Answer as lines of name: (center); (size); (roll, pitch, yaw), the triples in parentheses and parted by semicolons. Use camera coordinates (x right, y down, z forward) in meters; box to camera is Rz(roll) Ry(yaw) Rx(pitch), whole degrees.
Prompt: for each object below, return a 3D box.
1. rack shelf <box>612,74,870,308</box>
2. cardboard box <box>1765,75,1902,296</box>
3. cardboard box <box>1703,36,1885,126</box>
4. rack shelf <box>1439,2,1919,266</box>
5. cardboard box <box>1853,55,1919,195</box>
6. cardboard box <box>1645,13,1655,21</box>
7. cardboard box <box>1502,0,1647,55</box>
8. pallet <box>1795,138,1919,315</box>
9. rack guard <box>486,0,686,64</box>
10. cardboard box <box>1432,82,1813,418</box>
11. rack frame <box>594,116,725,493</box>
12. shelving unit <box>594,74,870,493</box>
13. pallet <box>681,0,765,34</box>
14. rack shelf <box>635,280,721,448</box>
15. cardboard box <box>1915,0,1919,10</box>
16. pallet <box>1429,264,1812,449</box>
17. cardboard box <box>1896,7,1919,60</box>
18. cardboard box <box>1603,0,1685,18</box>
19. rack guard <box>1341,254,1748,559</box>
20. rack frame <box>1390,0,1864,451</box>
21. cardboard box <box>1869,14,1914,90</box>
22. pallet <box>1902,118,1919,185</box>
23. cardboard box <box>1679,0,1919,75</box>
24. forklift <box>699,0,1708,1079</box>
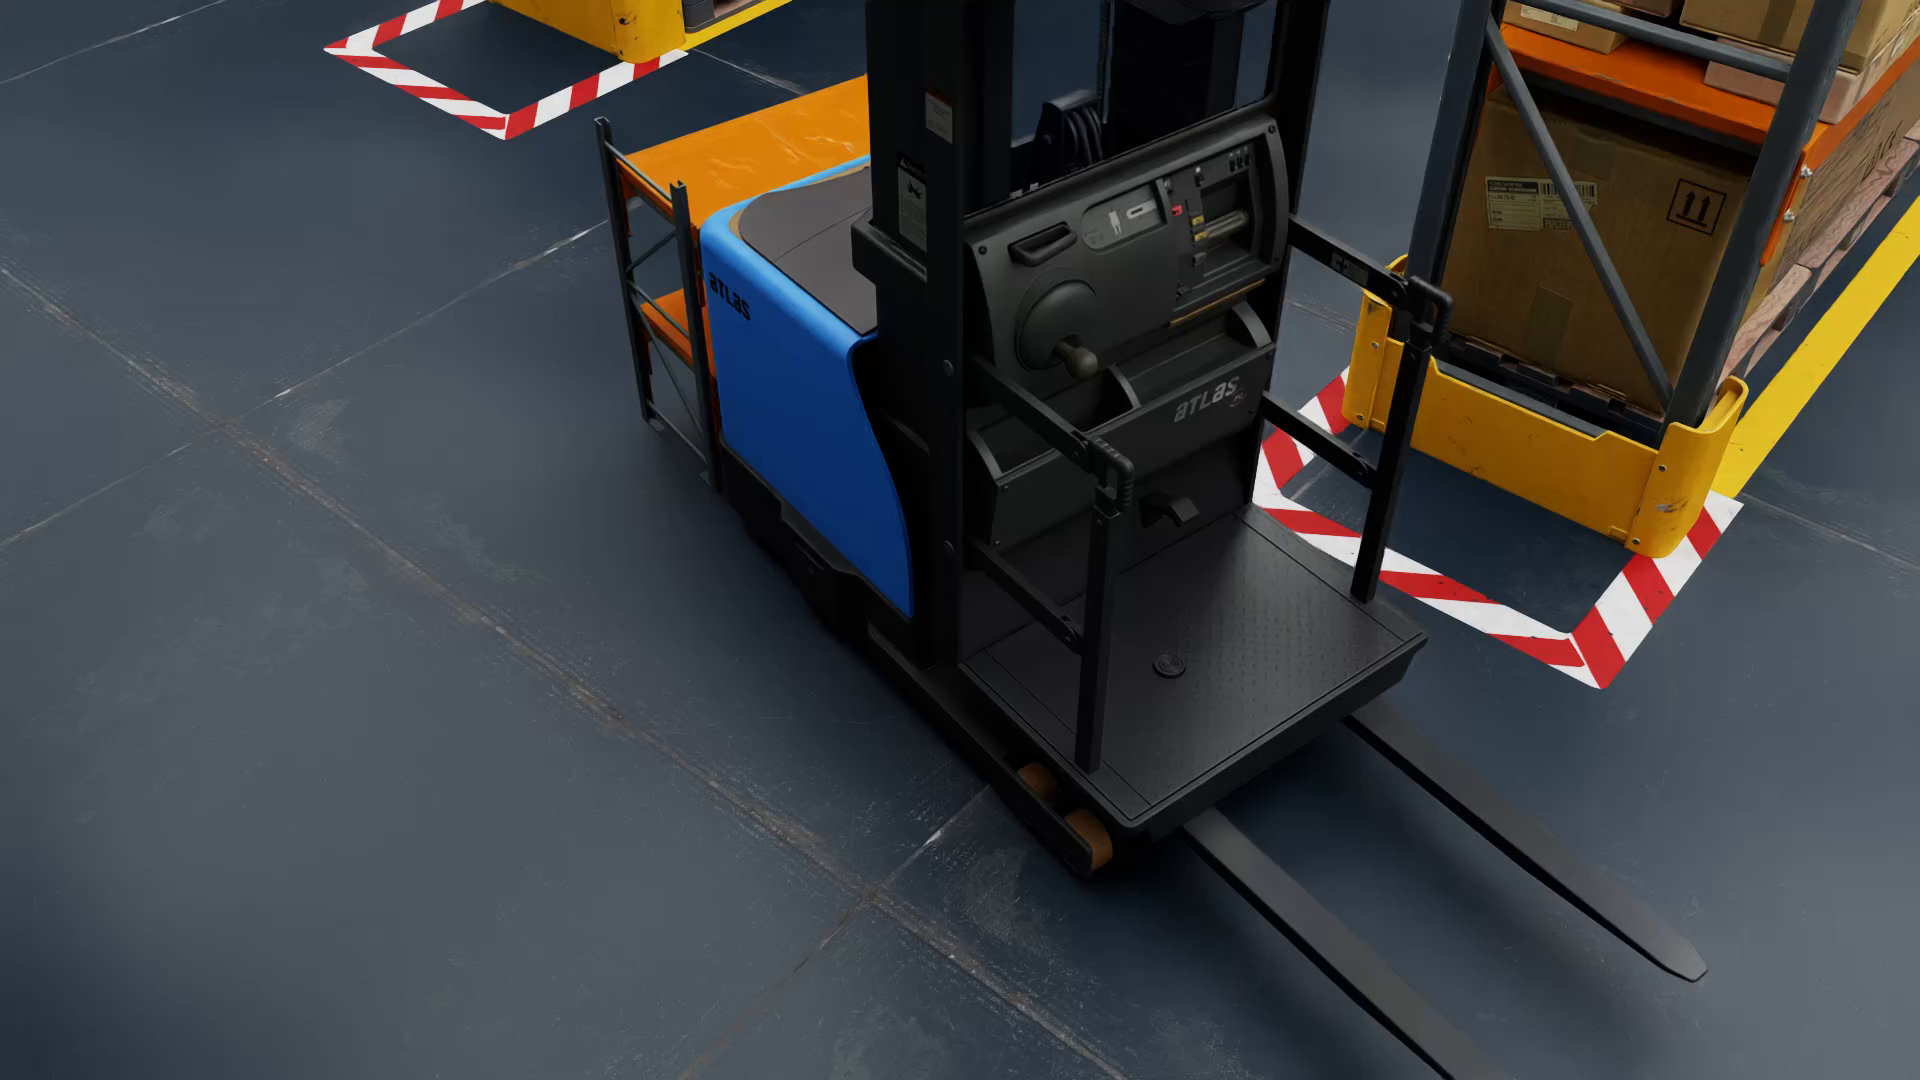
rack shelf: (-0.523, -1.131, 5.223); (1.000, 0.278, 0.538); (-27, 49, -26)
cardboard box: (2.796, -1.589, 6.036); (0.875, 0.875, 0.875); (29, 50, 28)
cardboard box: (2.341, -1.334, 4.675); (0.380, 0.149, 0.250); (30, 50, 29)
rack shelf: (3.147, -2.151, 5.921); (1.077, 0.370, 4.000); (29, 50, 28)
cardboard box: (3.369, -2.048, 6.540); (0.875, 0.875, 0.875); (29, 50, 28)
cardboard box: (2.003, -1.755, 5.137); (0.380, 0.149, 0.250); (30, 50, 29)
cardboard box: (1.837, -1.620, 4.989); (0.380, 0.149, 0.250); (30, 50, 29)
pallet: (3.100, -1.427, 6.662); (1.003, 0.211, 1.213); (29, 50, 28)
rack guard: (-1.822, -2.701, 7.849); (1.175, 0.500, 0.348); (29, 50, 28)
cardboard box: (2.211, -1.121, 5.520); (0.875, 0.875, 0.875); (29, 50, 28)
rack frame: (-0.931, -0.711, 5.195); (0.032, 1.125, 0.500); (-27, 49, -26)
shelving unit: (-0.523, -0.915, 5.420); (1.048, 1.125, 0.538); (-27, 49, -26)
pallet: (-1.272, -2.997, 8.389); (1.003, 0.211, 1.213); (29, 50, 28)
rack shelf: (-0.523, -0.734, 5.585); (1.000, 0.278, 0.538); (-27, 49, -26)
cardboard box: (2.705, -1.843, 4.937); (0.500, 0.250, 0.500); (29, 50, 28)
pallet: (2.315, -0.801, 5.974); (1.003, 0.211, 1.213); (29, 50, 28)
cardboard box: (2.670, -1.599, 4.966); (0.380, 0.149, 0.250); (28, 49, 28)
cardboard box: (1.969, -1.806, 4.897); (0.500, 0.250, 0.500); (29, 50, 28)
rack guard: (1.845, -0.450, 5.373); (1.175, 0.500, 0.348); (29, 50, 28)
rack frame: (1.860, -1.387, 4.546); (1.000, 3.000, 0.127); (29, 50, 28)
cardboard box: (2.505, -1.467, 4.821); (0.380, 0.149, 0.250); (29, 50, 28)
pallet: (3.885, -2.058, 7.356); (1.003, 0.211, 1.213); (29, 50, 28)
cardboard box: (2.376, -1.572, 4.640); (0.500, 0.250, 0.500); (28, 49, 27)
forklift: (0.544, -0.604, 3.736); (1.130, 2.935, 3.031); (-27, 49, -27)
